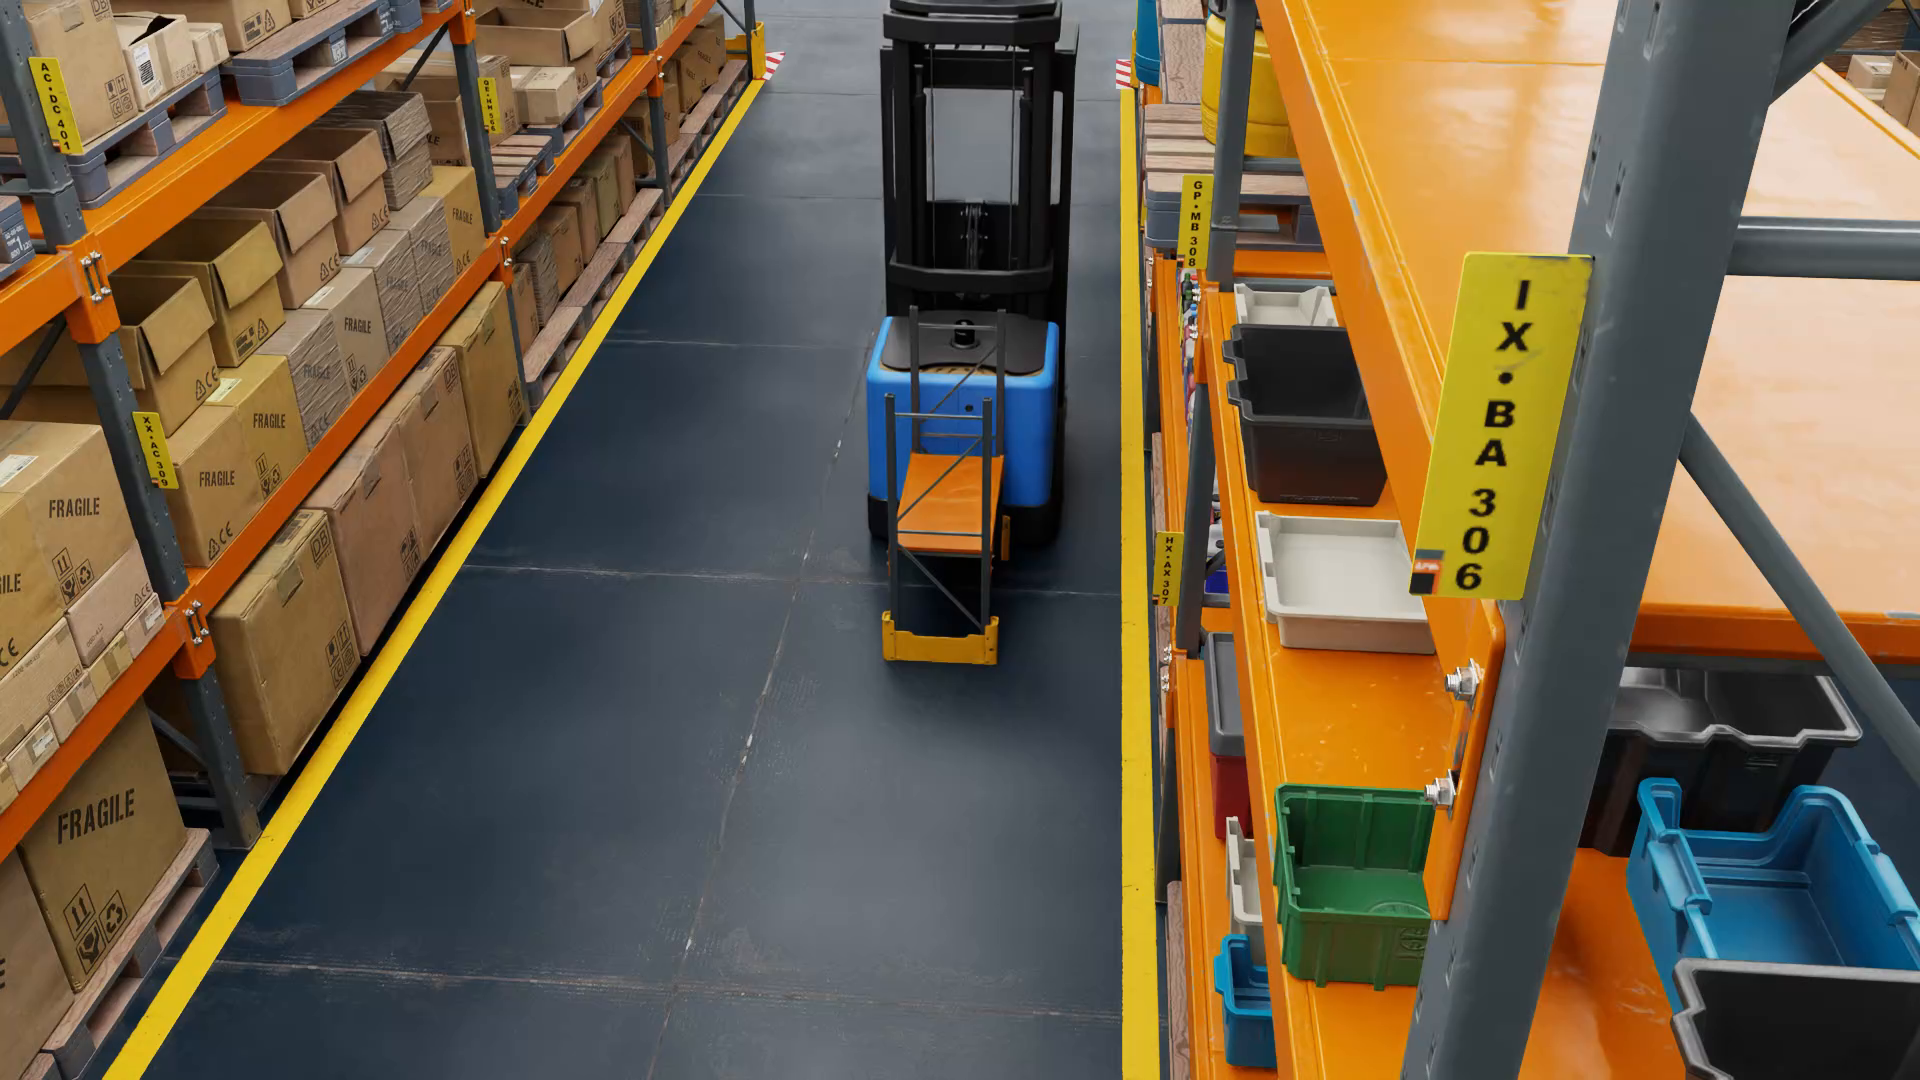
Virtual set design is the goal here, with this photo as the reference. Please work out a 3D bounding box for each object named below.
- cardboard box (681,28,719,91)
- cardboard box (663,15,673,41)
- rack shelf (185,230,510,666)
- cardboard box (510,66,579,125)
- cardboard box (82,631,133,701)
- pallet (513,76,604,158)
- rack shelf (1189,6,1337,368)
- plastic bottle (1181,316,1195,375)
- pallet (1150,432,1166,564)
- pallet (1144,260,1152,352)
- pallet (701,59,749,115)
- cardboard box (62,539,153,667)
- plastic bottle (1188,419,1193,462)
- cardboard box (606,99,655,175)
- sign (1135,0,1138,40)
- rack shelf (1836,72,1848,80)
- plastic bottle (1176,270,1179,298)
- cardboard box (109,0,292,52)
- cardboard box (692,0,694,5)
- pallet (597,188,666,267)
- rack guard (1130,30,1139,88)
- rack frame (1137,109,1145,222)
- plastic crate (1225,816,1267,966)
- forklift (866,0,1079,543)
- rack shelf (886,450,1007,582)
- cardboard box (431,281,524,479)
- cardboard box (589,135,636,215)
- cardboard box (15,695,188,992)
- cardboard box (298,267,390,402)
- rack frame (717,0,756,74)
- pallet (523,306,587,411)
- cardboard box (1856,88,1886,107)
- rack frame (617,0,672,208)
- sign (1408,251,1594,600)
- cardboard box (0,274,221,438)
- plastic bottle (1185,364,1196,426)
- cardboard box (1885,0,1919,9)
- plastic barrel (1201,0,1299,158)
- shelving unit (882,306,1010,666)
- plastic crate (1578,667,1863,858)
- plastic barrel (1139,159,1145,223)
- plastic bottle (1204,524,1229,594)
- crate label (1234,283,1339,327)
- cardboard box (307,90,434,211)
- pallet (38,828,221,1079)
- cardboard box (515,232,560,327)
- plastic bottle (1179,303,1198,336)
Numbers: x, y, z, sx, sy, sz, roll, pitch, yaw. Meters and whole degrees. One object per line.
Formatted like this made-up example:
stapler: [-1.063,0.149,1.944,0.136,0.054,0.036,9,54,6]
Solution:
cardboard box: [-2.715,-4.709,16.295,0.500,0.500,0.500,11,33,17]
cardboard box: [-2.608,-4.265,13.832,0.380,0.149,0.250,2,32,4]
rack shelf: [-3.447,-0.699,8.491,1.077,0.370,4.000,2,32,4]
cardboard box: [-2.918,-3.033,11.335,0.500,0.250,0.500,2,32,3]
cardboard box: [-3.329,0.456,6.171,0.380,0.149,0.250,3,32,5]
pallet: [-3.164,-3.006,11.732,1.003,0.211,1.213,2,32,4]
rack shelf: [1.490,-1.764,7.361,1.077,0.370,4.000,2,32,4]
plastic bottle: [1.156,-0.975,8.365,0.061,0.283,0.133,2,32,4]
pallet: [1.630,-0.238,9.716,1.003,0.211,1.213,2,32,4]
pallet: [1.856,-1.692,12.075,1.003,0.211,1.213,2,32,4]
pallet: [-2.740,-4.584,16.768,1.003,0.211,1.213,2,32,4]
cardboard box: [-3.384,0.220,6.174,0.500,0.250,0.500,2,32,3]
plastic bottle: [1.119,-0.440,7.503,0.152,0.276,0.135,2,32,4]
cardboard box: [-2.886,-3.465,14.276,0.500,0.500,0.500,2,32,2]
sign: [1.431,-4.078,13.025,0.100,0.325,0.005,2,32,4]
rack shelf: [7.078,-4.457,14.589,1.077,0.370,4.000,2,32,4]
plastic bottle: [1.250,-1.432,9.184,0.097,0.201,0.097,0,32,0]
cardboard box: [-3.429,-2.482,7.340,0.797,0.503,0.637,2,32,3]
cardboard box: [-2.564,-4.790,14.683,0.380,0.149,0.250,2,32,4]
pallet: [-3.020,-2.548,13.464,1.003,0.211,1.213,2,32,4]
rack guard: [2.345,-4.917,17.032,1.175,0.500,0.348,2,32,4]
rack frame: [1.978,-3.931,13.050,1.000,3.000,0.127,2,32,4]
plastic crate: [1.019,1.068,4.995,0.437,0.282,0.530,2,32,4]
forklift: [0.121,-1.978,9.946,1.130,2.935,3.031,3,32,4]
rack shelf: [-0.057,-0.142,8.674,0.538,0.185,1.000,3,32,4]
cardboard box: [-3.361,-0.965,9.863,1.225,0.875,0.875,1,32,2]
cardboard box: [-3.030,-2.946,13.414,0.700,0.500,0.500,0,32,0]
cardboard box: [-3.743,1.108,6.498,0.875,0.875,0.875,2,32,4]
cardboard box: [-3.205,-1.027,8.242,0.500,0.500,0.500,3,32,5]
rack frame: [-2.633,-6.234,16.787,1.000,3.000,0.127,2,32,4]
pallet: [-3.219,-1.272,11.394,1.003,0.211,1.213,2,32,4]
cardboard box: [6.639,-3.156,12.032,0.380,0.149,0.250,2,32,4]
rack frame: [-2.958,-4.143,13.393,1.000,3.000,0.127,2,32,4]
sign: [0.452,-0.088,1.403,0.100,0.325,0.005,2,32,4]
cardboard box: [-3.566,-0.763,6.858,0.797,0.503,0.637,2,32,3]
plastic bottle: [1.111,-0.687,7.898,0.061,0.283,0.133,2,32,4]
cardboard box: [7.130,-4.168,12.722,0.380,0.149,0.250,2,32,4]
plastic barrel: [1.199,-1.770,6.104,0.600,0.588,0.600,0,32,0]
shelving unit: [-0.057,-0.291,8.572,0.587,1.500,1.083,3,32,4]
plastic crate: [1.400,0.306,3.375,0.504,0.338,0.767,2,32,4]
plastic barrel: [1.388,-2.153,10.035,0.600,0.536,0.708,2,32,4]
plastic bottle: [1.037,0.085,6.651,0.152,0.276,0.135,2,32,4]
crate label: [0.999,-0.669,5.149,0.293,0.136,0.466,2,32,4]
cardboard box: [-3.360,-2.139,9.091,0.797,0.503,0.637,3,32,6]
pallet: [-3.750,1.622,6.697,1.003,0.211,1.213,2,32,4]
cardboard box: [-3.217,-1.816,11.581,0.700,0.500,0.500,0,32,0]
plastic bottle: [1.210,-1.171,8.761,0.097,0.201,0.097,0,32,0]
